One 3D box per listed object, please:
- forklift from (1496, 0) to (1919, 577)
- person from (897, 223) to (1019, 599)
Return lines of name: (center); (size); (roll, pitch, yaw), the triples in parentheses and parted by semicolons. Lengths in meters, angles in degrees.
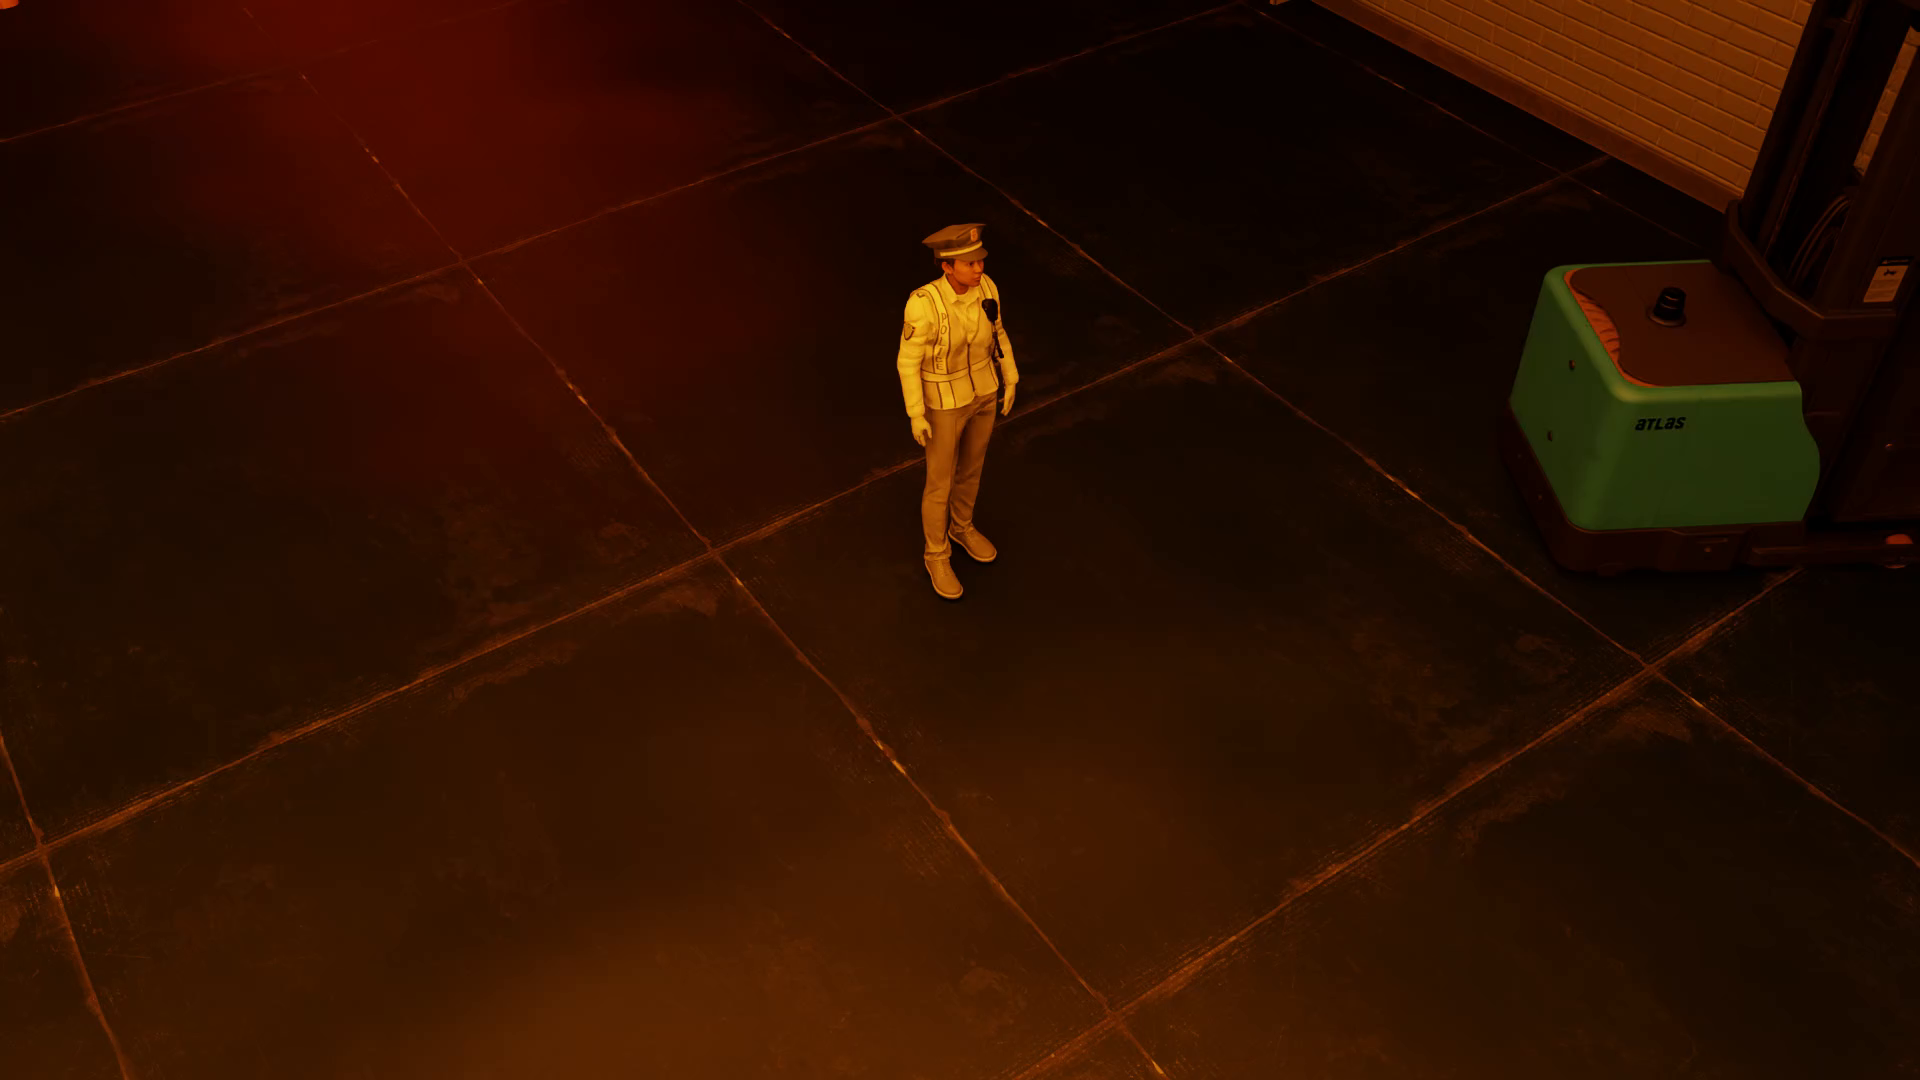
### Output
forklift: (4.219, -1.302, 7.128); (3.031, 2.935, 1.130); (-3, 43, -3)
person: (0.033, -0.589, 7.256); (0.588, 1.696, 0.533); (-25, 48, -25)
